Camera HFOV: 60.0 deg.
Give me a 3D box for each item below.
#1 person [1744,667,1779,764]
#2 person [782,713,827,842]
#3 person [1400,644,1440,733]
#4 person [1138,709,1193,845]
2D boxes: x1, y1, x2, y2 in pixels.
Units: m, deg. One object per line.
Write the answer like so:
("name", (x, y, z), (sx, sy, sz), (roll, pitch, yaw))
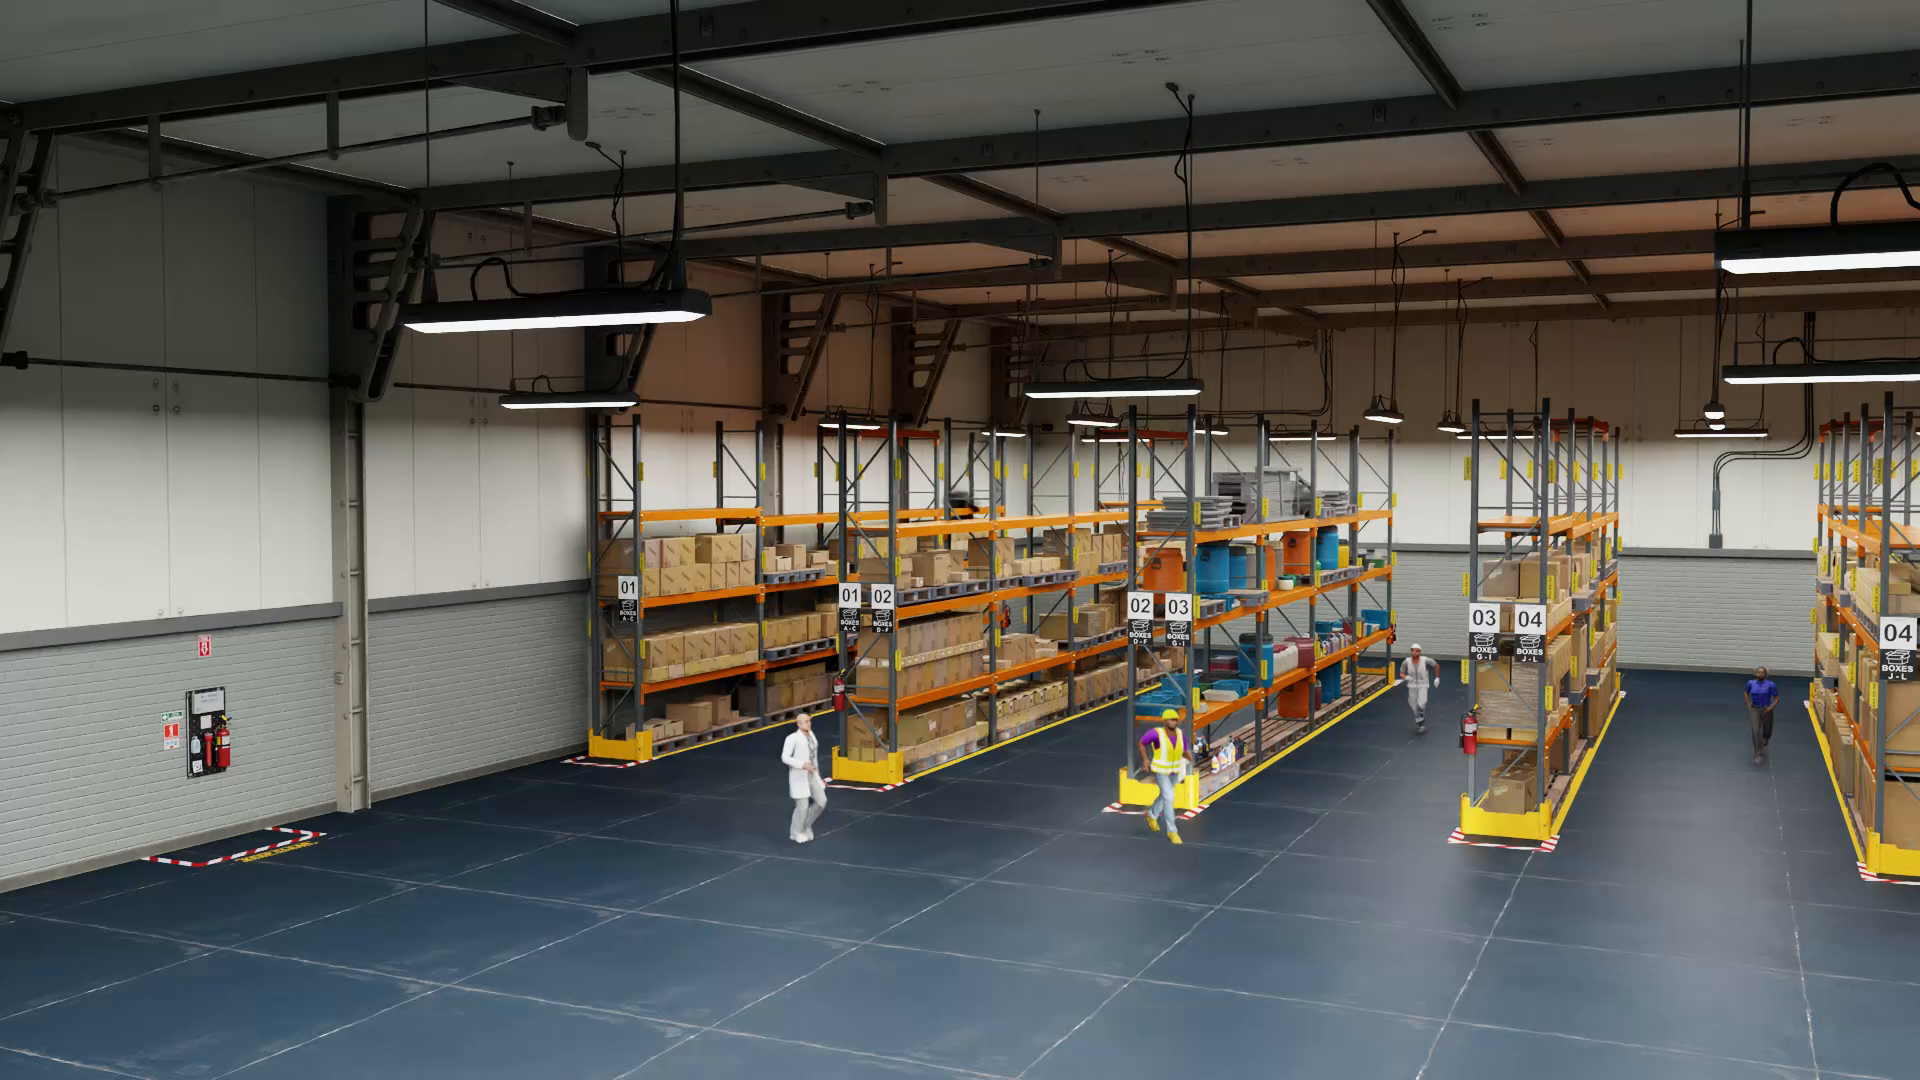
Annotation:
("person", (13.936, 3.023, 28.915), (0.552, 1.649, 1.017), (1, 3, 24))
("person", (-2.070, 3.304, 22.338), (0.654, 1.544, 0.717), (2, 3, 42))
("person", (8.705, 2.830, 31.571), (0.707, 1.728, 0.655), (1, 3, 24))
("person", (2.807, 3.189, 22.722), (0.631, 1.798, 0.929), (-1, 3, -32))
